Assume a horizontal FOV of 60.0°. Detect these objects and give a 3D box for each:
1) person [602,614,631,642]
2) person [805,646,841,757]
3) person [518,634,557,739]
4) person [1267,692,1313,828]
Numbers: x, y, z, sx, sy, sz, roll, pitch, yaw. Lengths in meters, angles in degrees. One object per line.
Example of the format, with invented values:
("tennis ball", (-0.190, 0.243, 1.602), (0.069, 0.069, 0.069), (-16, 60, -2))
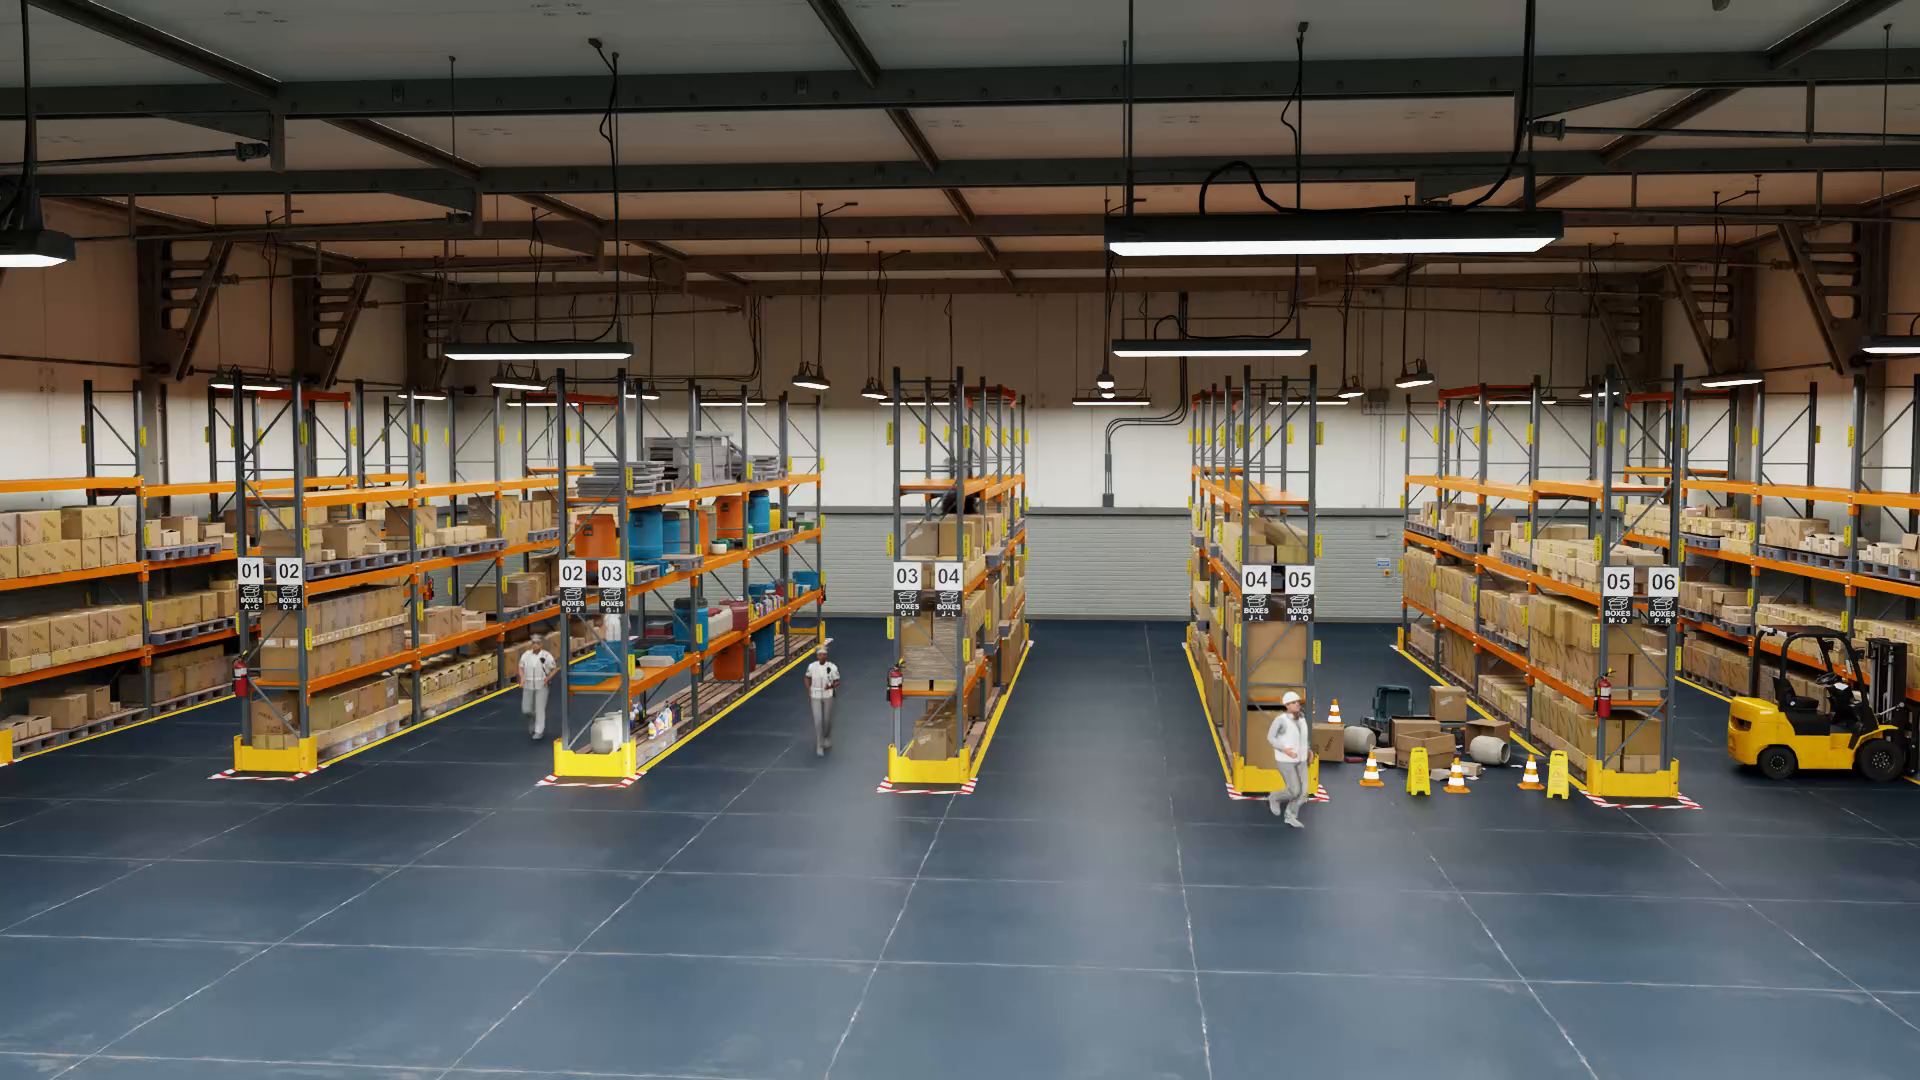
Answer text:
("person", (-7.100, 2.073, 34.299), (0.608, 1.641, 0.670), (0, 4, 0))
("person", (-2.177, 2.518, 26.355), (0.575, 1.724, 0.796), (0, 4, -3))
("person", (-7.012, 2.419, 27.545), (0.644, 1.737, 0.595), (0, 4, -2))
("person", (4.244, 2.819, 21.439), (0.650, 1.741, 0.571), (-2, 4, -31))
